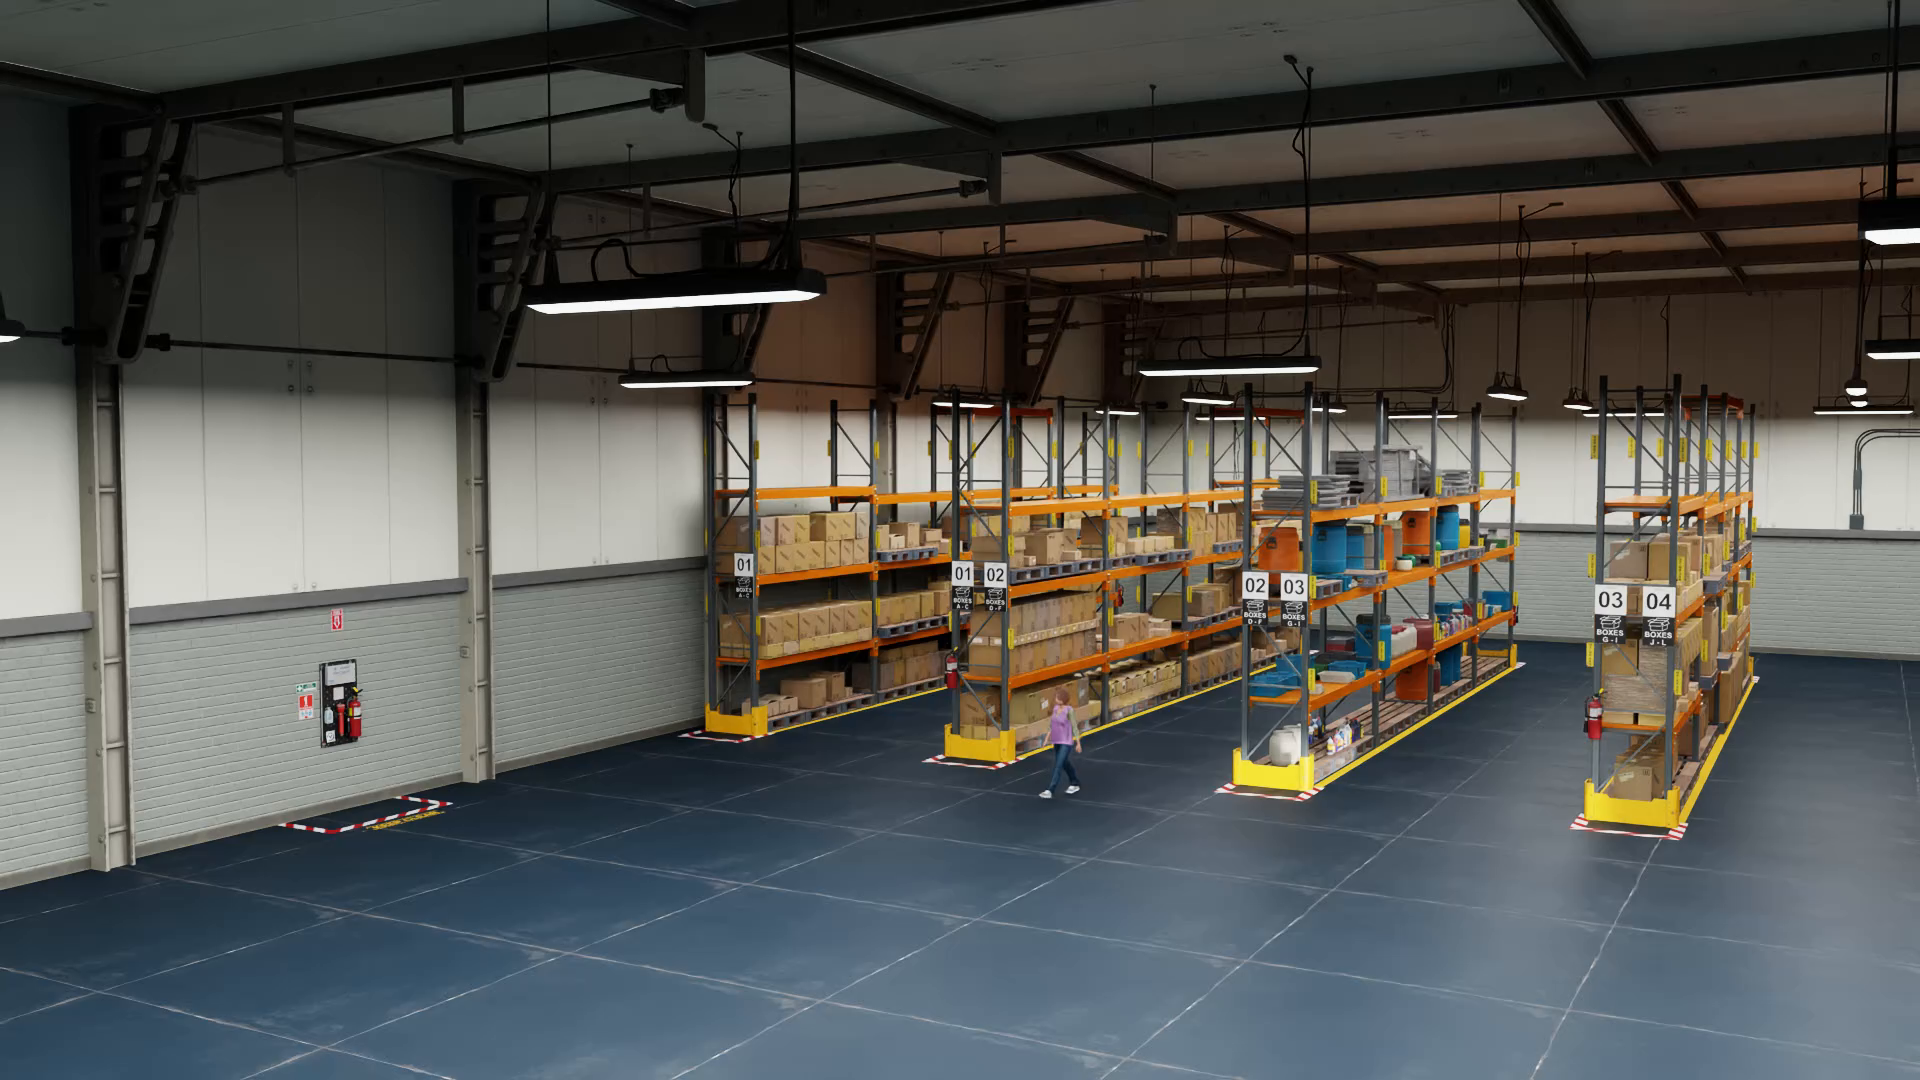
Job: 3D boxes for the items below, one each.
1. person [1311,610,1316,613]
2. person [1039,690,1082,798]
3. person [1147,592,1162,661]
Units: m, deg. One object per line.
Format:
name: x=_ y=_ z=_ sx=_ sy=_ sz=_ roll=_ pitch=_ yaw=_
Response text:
person: x=9.095 y=1.746 z=43.729 sx=0.528 sy=1.719 sz=1.104 roll=0 pitch=3 yaw=-4
person: x=1.408 y=2.920 z=23.898 sx=0.972 sy=1.543 sz=0.449 roll=-2 pitch=4 yaw=-38
person: x=4.566 y=2.081 z=37.994 sx=0.651 sy=1.760 sz=0.668 roll=0 pitch=3 yaw=5
